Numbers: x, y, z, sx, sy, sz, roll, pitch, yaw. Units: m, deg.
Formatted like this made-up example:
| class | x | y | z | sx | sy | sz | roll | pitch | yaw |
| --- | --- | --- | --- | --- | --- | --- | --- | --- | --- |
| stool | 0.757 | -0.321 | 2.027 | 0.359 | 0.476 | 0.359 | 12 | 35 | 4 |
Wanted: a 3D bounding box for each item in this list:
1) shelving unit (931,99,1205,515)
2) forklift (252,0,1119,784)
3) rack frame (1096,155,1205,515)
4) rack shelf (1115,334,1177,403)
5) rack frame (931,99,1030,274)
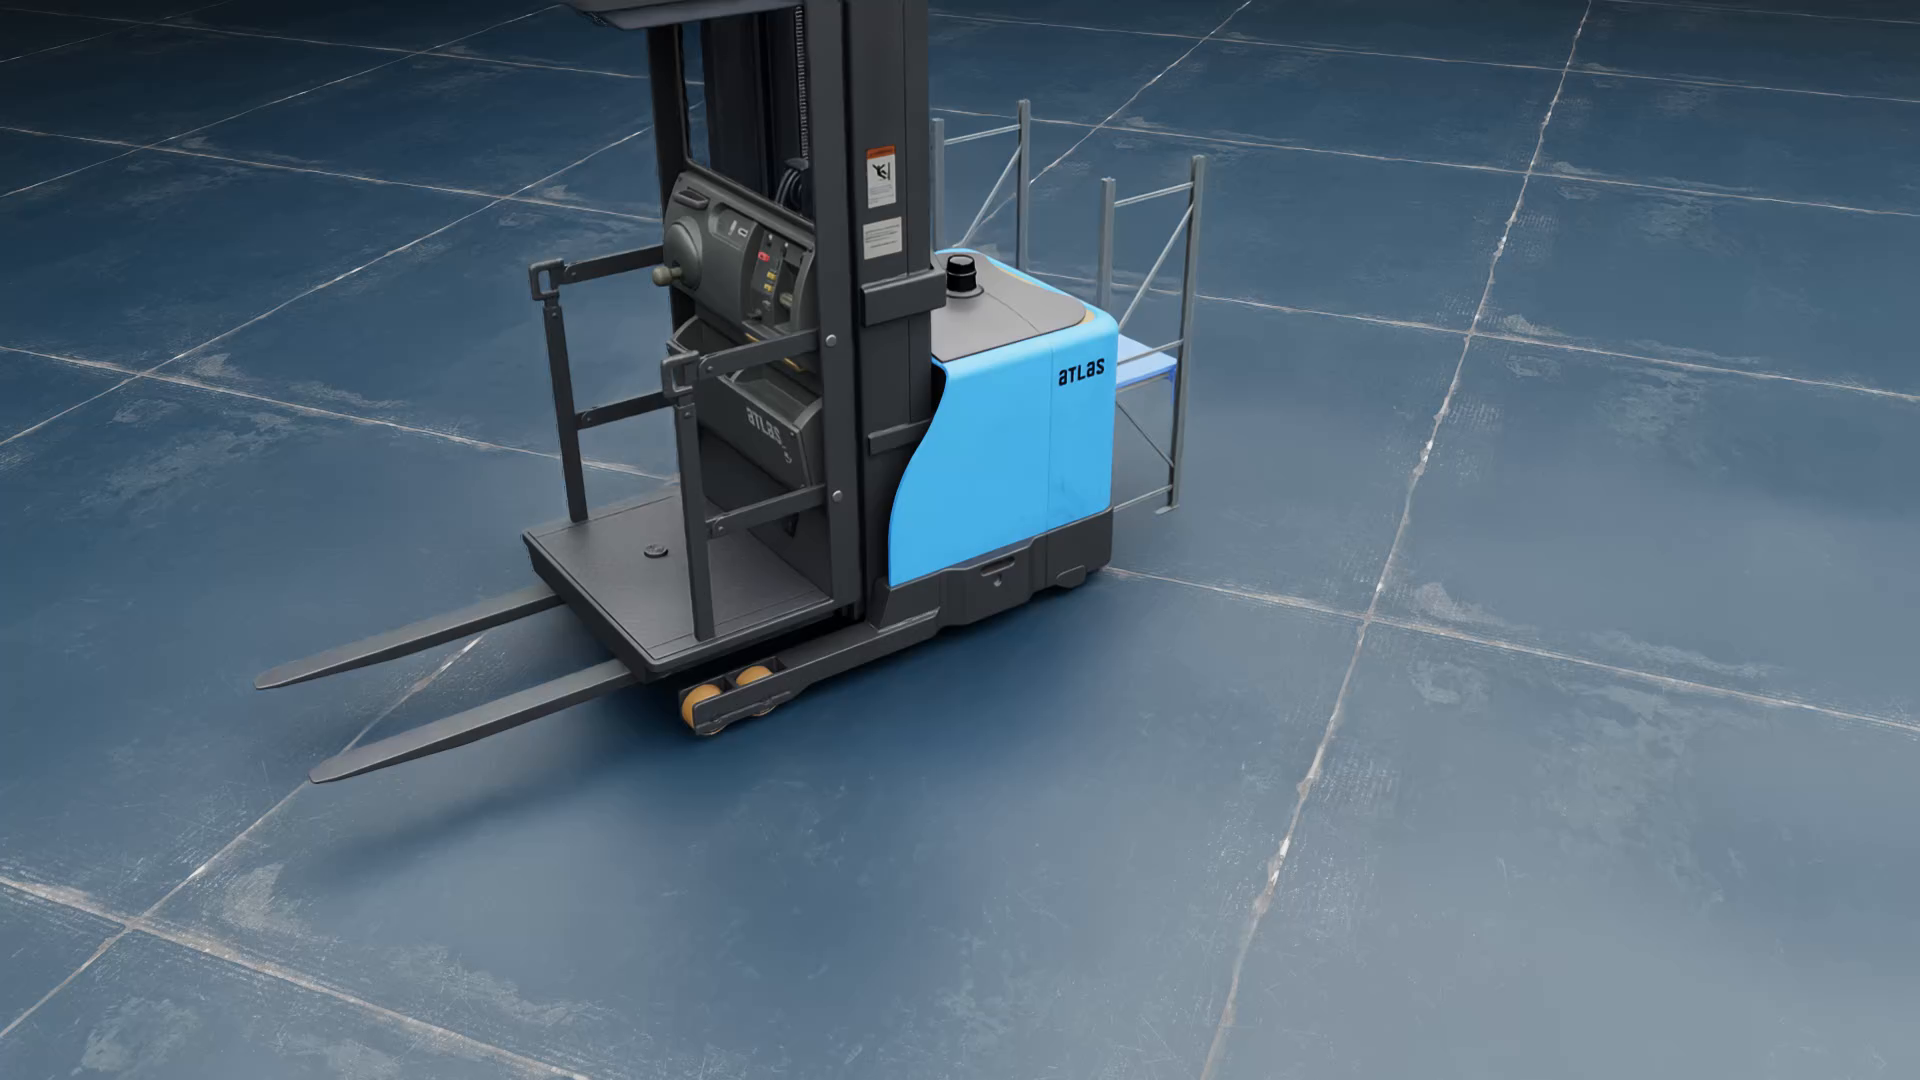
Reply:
| class | x | y | z | sx | sy | sz | roll | pitch | yaw |
| --- | --- | --- | --- | --- | --- | --- | --- | --- | --- |
| shelving unit | 0.401 | -0.916 | 6.846 | 0.538 | 1.500 | 1.048 | -21 | 36 | -33 |
| forklift | -0.907 | -0.916 | 5.392 | 3.031 | 2.935 | 1.130 | -19 | 35 | -30 |
| rack frame | 0.715 | -0.720 | 6.498 | 0.500 | 1.500 | 0.032 | -21 | 36 | -33 |
| rack shelf | 0.401 | -0.760 | 6.935 | 0.538 | 0.185 | 1.000 | -21 | 36 | -33 |
| rack frame | 0.087 | -1.113 | 7.195 | 0.500 | 1.500 | 0.032 | -21 | 36 | -33 |
